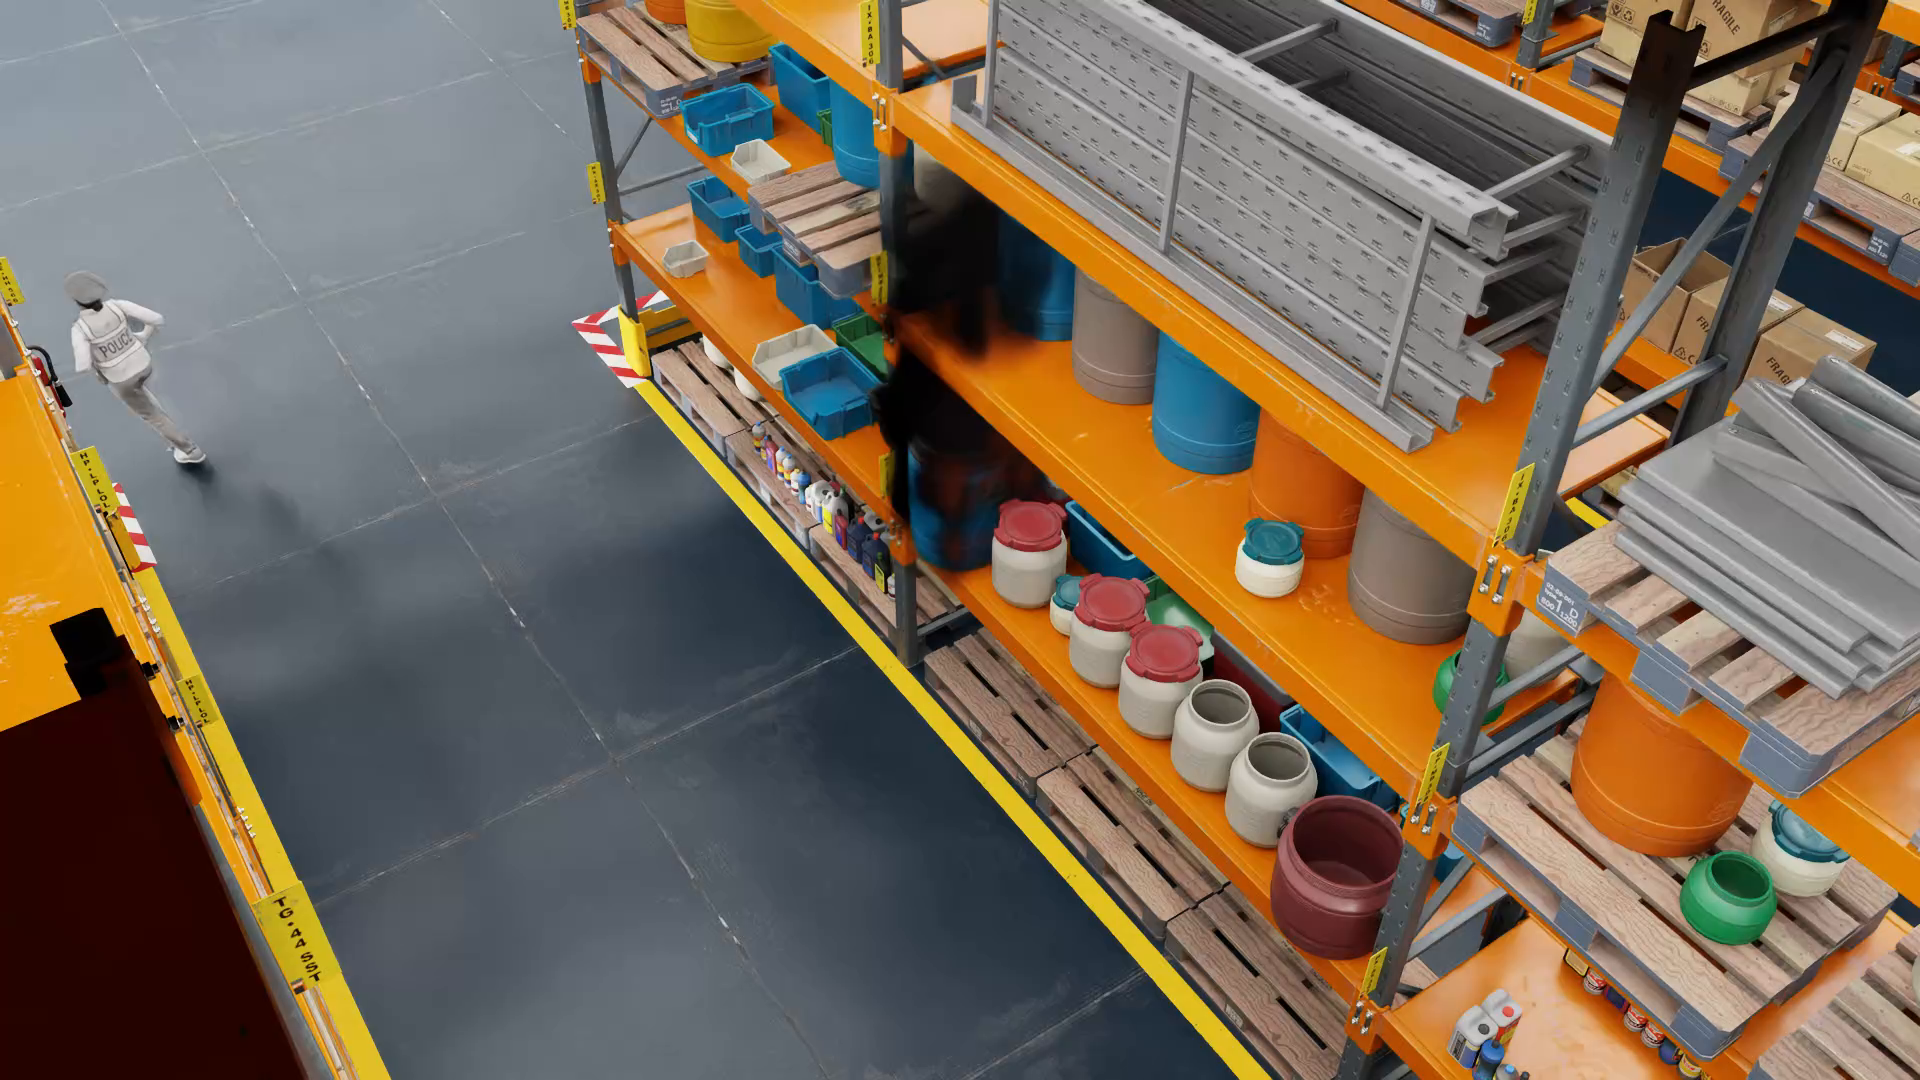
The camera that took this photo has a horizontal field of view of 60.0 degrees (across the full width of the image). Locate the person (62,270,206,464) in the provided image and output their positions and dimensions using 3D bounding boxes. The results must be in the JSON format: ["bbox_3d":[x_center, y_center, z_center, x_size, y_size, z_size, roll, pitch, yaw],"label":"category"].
[{"bbox_3d":[-5.913,-1.173,11.815,0.630,1.711,0.638,20,46,21],"label":"person"}]

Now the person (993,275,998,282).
[{"bbox_3d":[0.432,-2.003,12.230,0.579,1.746,0.707,29,50,27],"label":"person"}]
